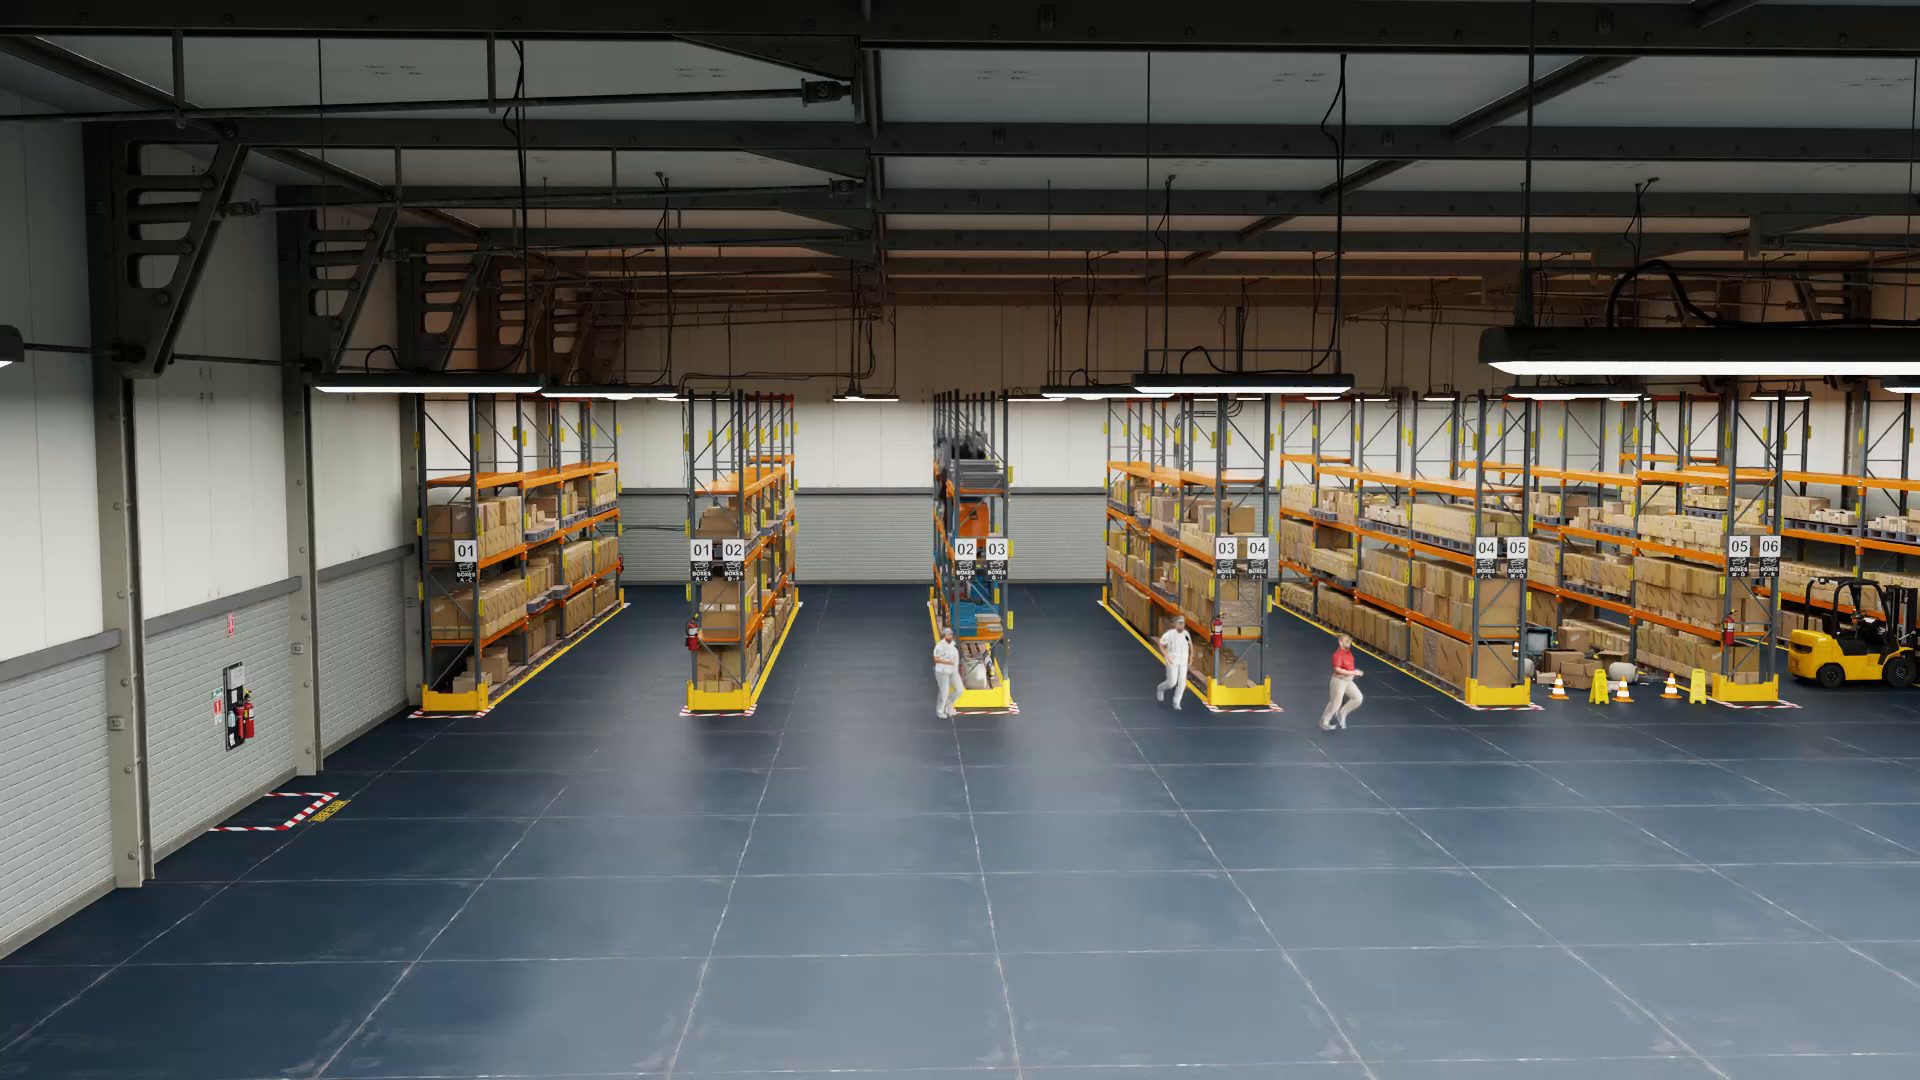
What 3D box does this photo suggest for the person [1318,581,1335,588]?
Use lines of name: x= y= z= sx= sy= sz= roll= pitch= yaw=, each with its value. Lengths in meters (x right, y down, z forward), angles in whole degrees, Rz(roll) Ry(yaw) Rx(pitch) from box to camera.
person: x=10.808 y=0.855 z=49.112 sx=0.875 sy=1.823 sz=0.701 roll=0 pitch=5 yaw=2

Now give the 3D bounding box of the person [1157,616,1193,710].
person: x=4.104 y=2.316 z=31.534 sx=0.700 sy=1.788 sz=0.677 roll=-2 pitch=5 yaw=-21

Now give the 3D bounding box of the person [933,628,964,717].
person: x=-0.192 y=2.426 z=30.363 sx=0.605 sy=1.653 sz=0.559 roll=-4 pitch=6 yaw=-40

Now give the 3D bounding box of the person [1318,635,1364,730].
person: x=6.708 y=2.490 z=29.063 sx=0.831 sy=1.676 sz=0.679 roll=4 pitch=6 yaw=43

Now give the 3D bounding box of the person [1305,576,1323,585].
person: x=10.338 y=0.874 z=48.824 sx=0.836 sy=1.730 sz=0.748 roll=4 pitch=6 yaw=40
